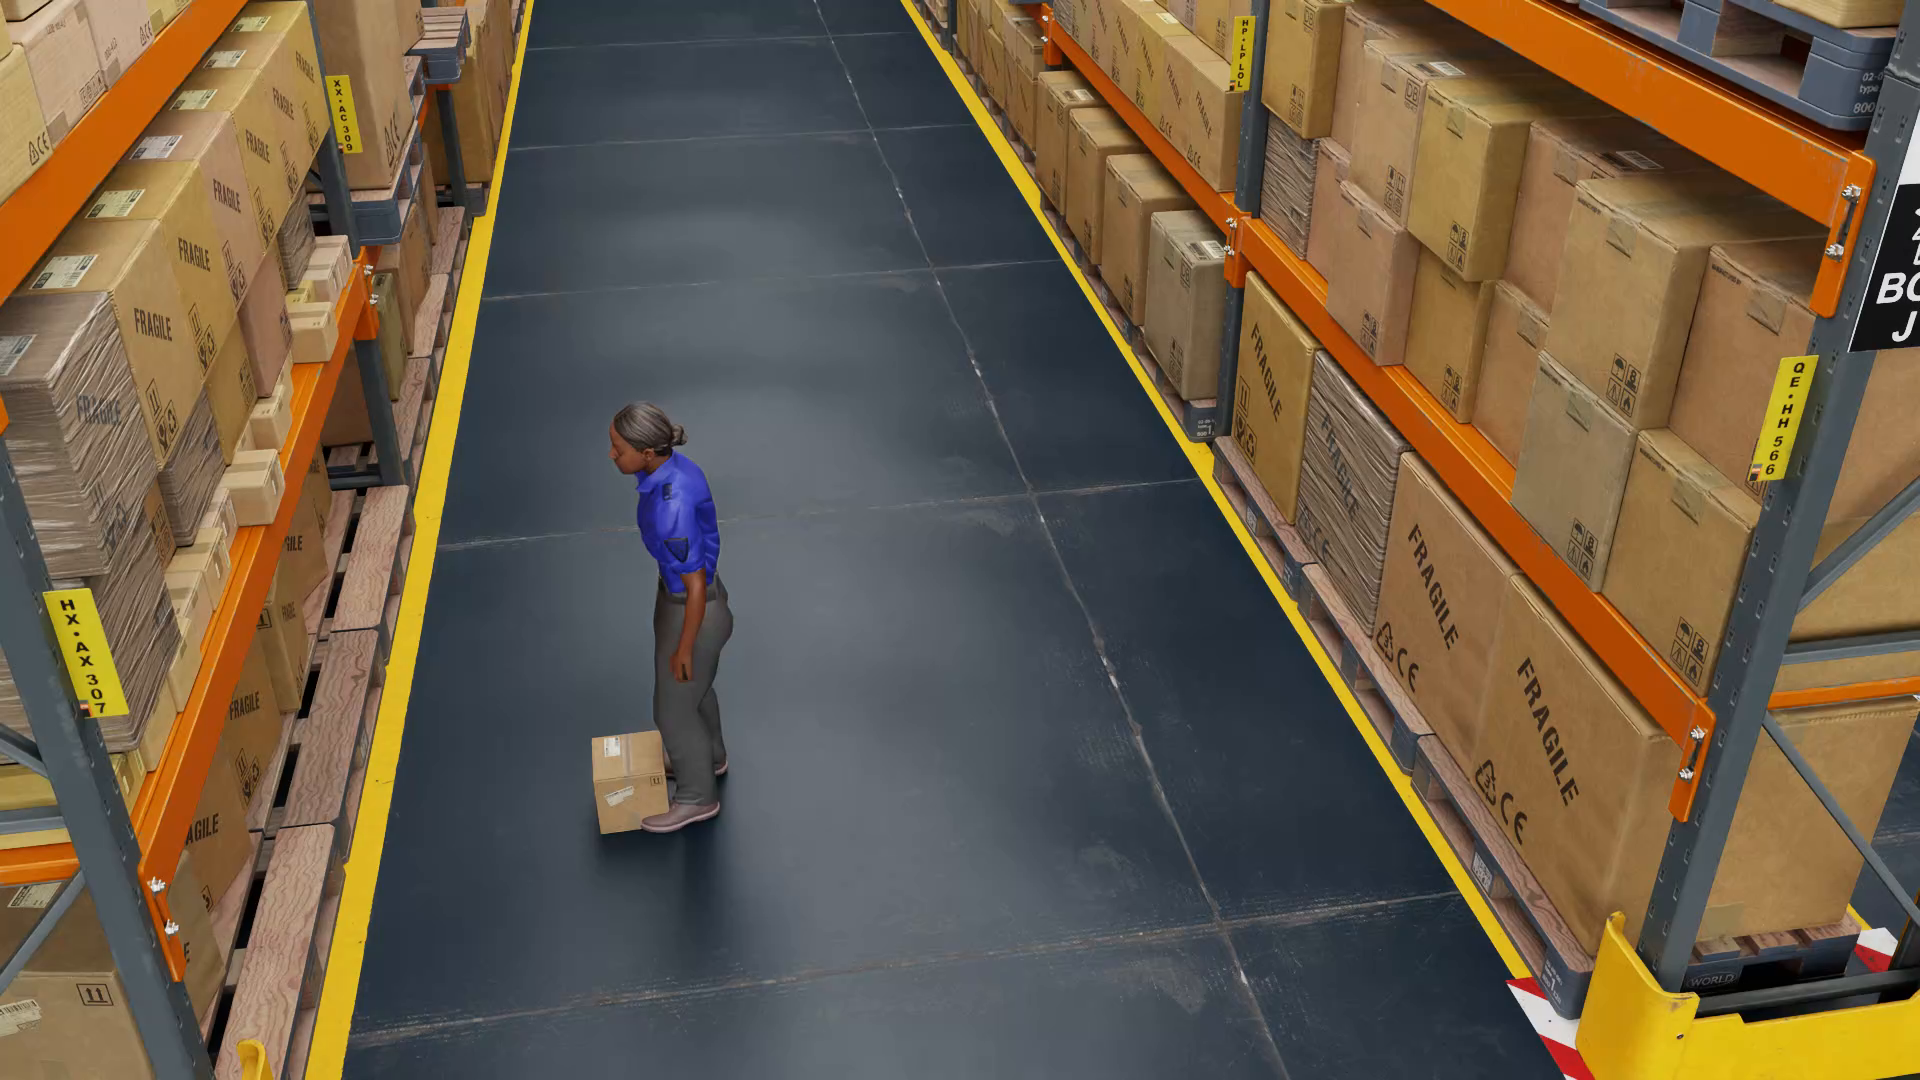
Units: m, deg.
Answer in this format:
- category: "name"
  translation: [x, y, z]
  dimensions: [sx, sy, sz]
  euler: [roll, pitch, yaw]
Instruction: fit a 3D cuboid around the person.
- category: "person"
  translation: [-0.961, 0.235, 5.690]
  dimensions: [0.348, 1.572, 0.500]
  euler: [-7, 32, -12]
